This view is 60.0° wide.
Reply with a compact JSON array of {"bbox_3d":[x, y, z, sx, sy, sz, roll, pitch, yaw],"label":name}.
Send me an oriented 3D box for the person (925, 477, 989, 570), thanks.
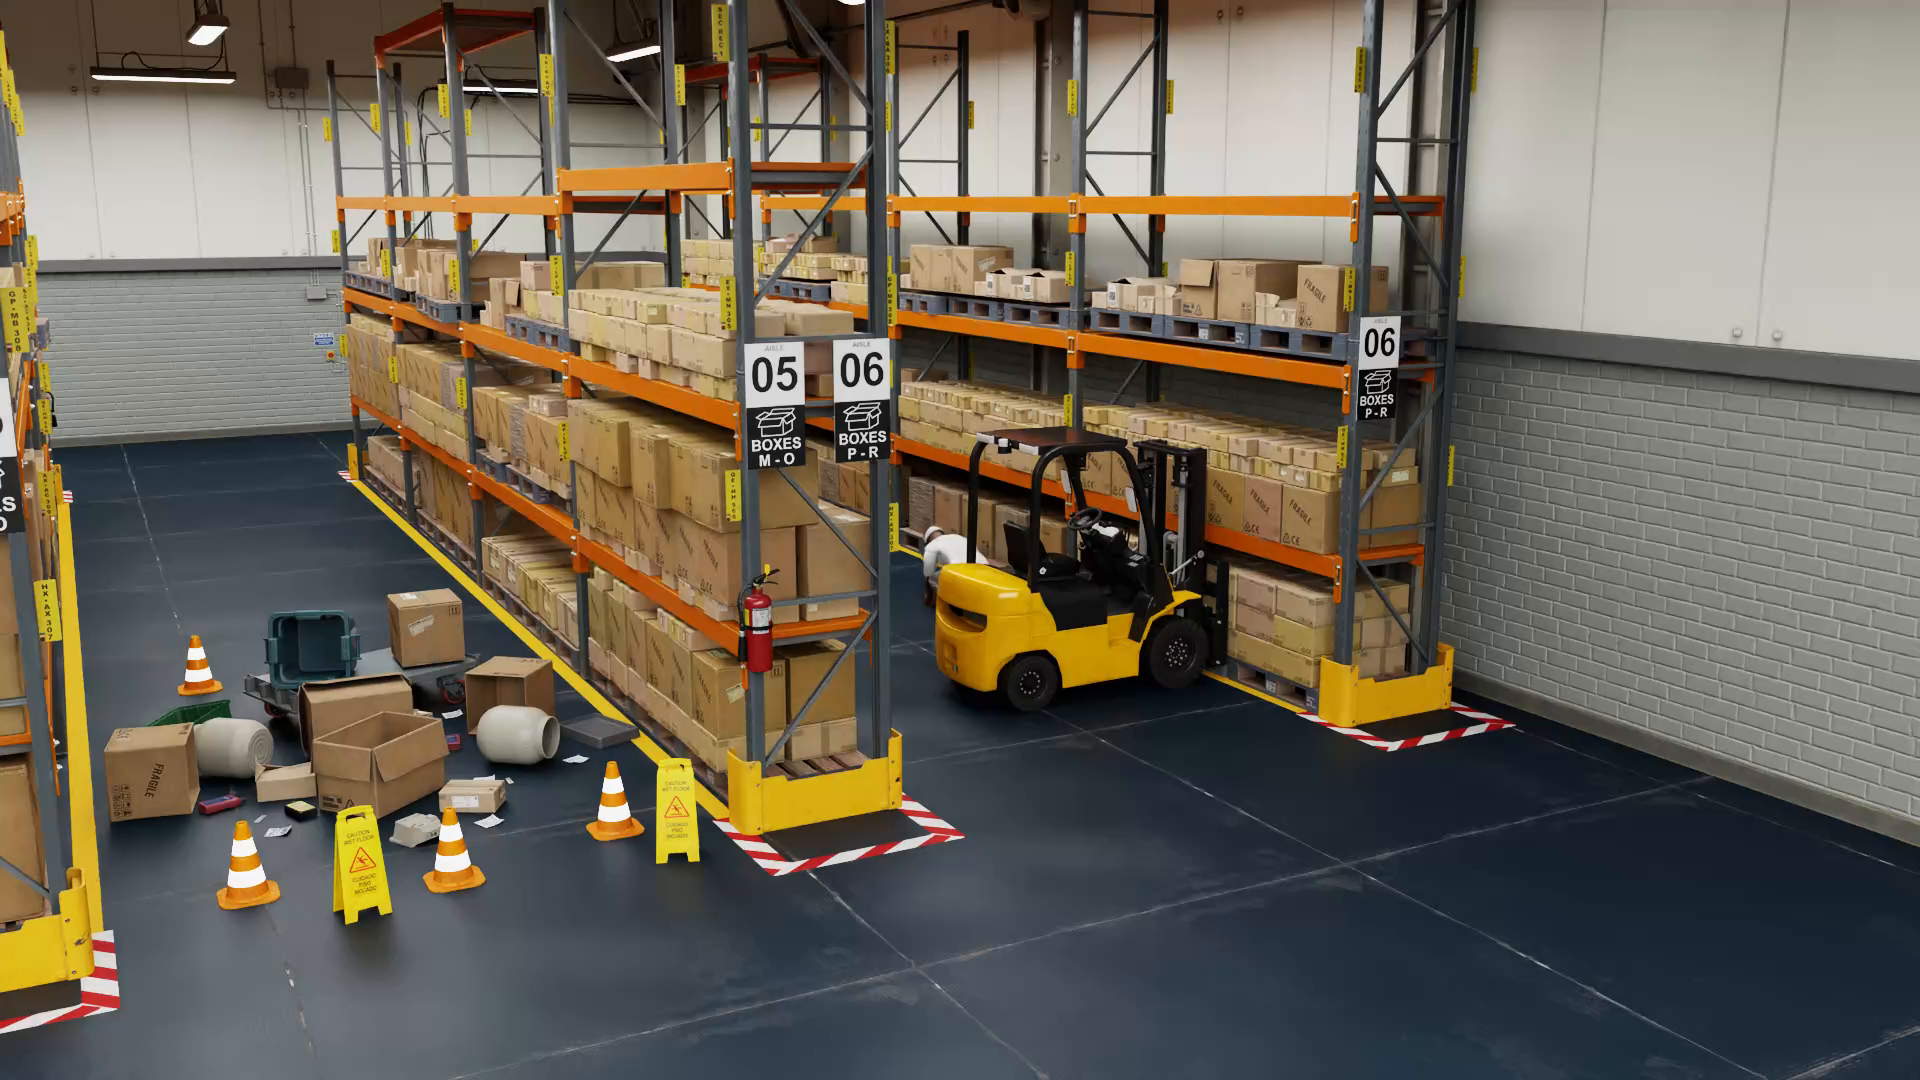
[{"bbox_3d":[-0.086,0.059,16.766,0.475,1.296,0.940,-6,13,-28],"label":"person"}]
